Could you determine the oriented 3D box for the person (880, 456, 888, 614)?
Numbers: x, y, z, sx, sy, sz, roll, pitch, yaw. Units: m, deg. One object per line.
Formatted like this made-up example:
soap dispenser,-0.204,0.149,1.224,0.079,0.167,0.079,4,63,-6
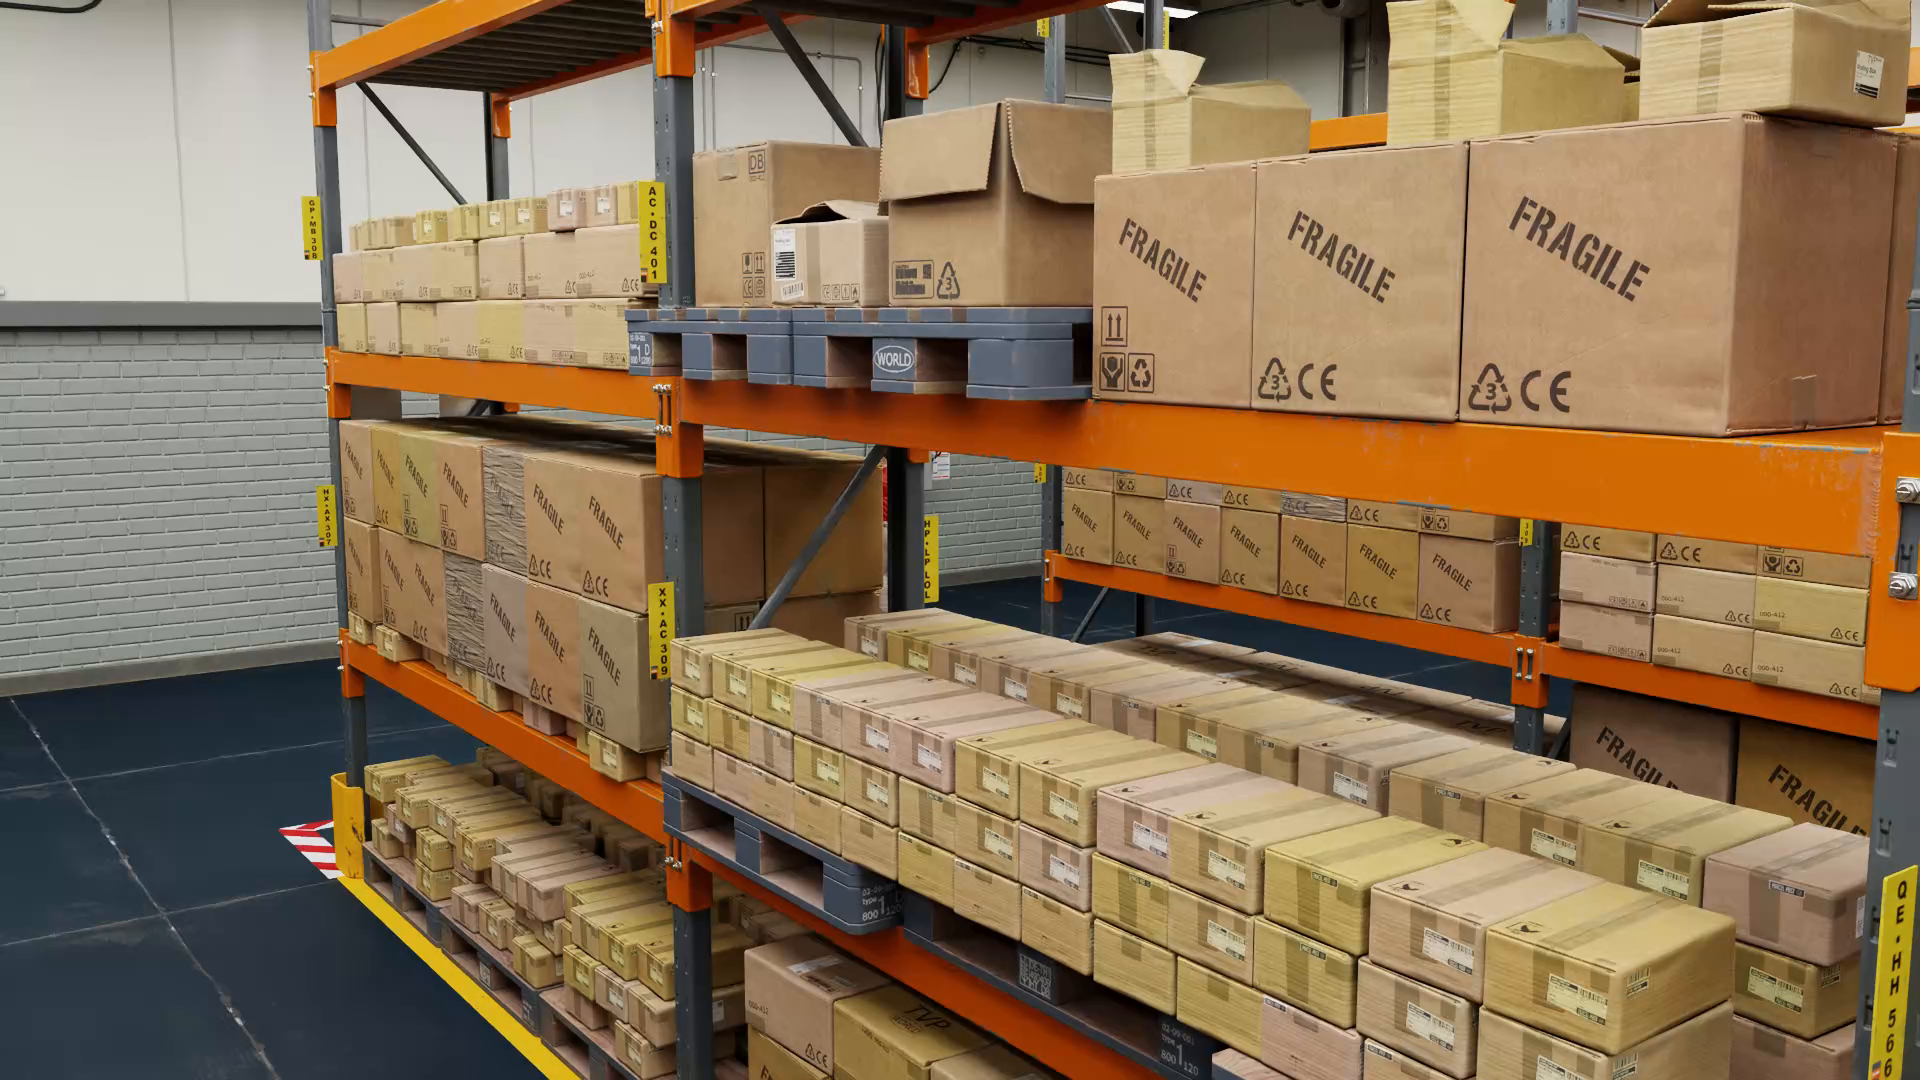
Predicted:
person,-0.679,-0.041,16.156,0.587,1.726,0.389,-6,10,-36
